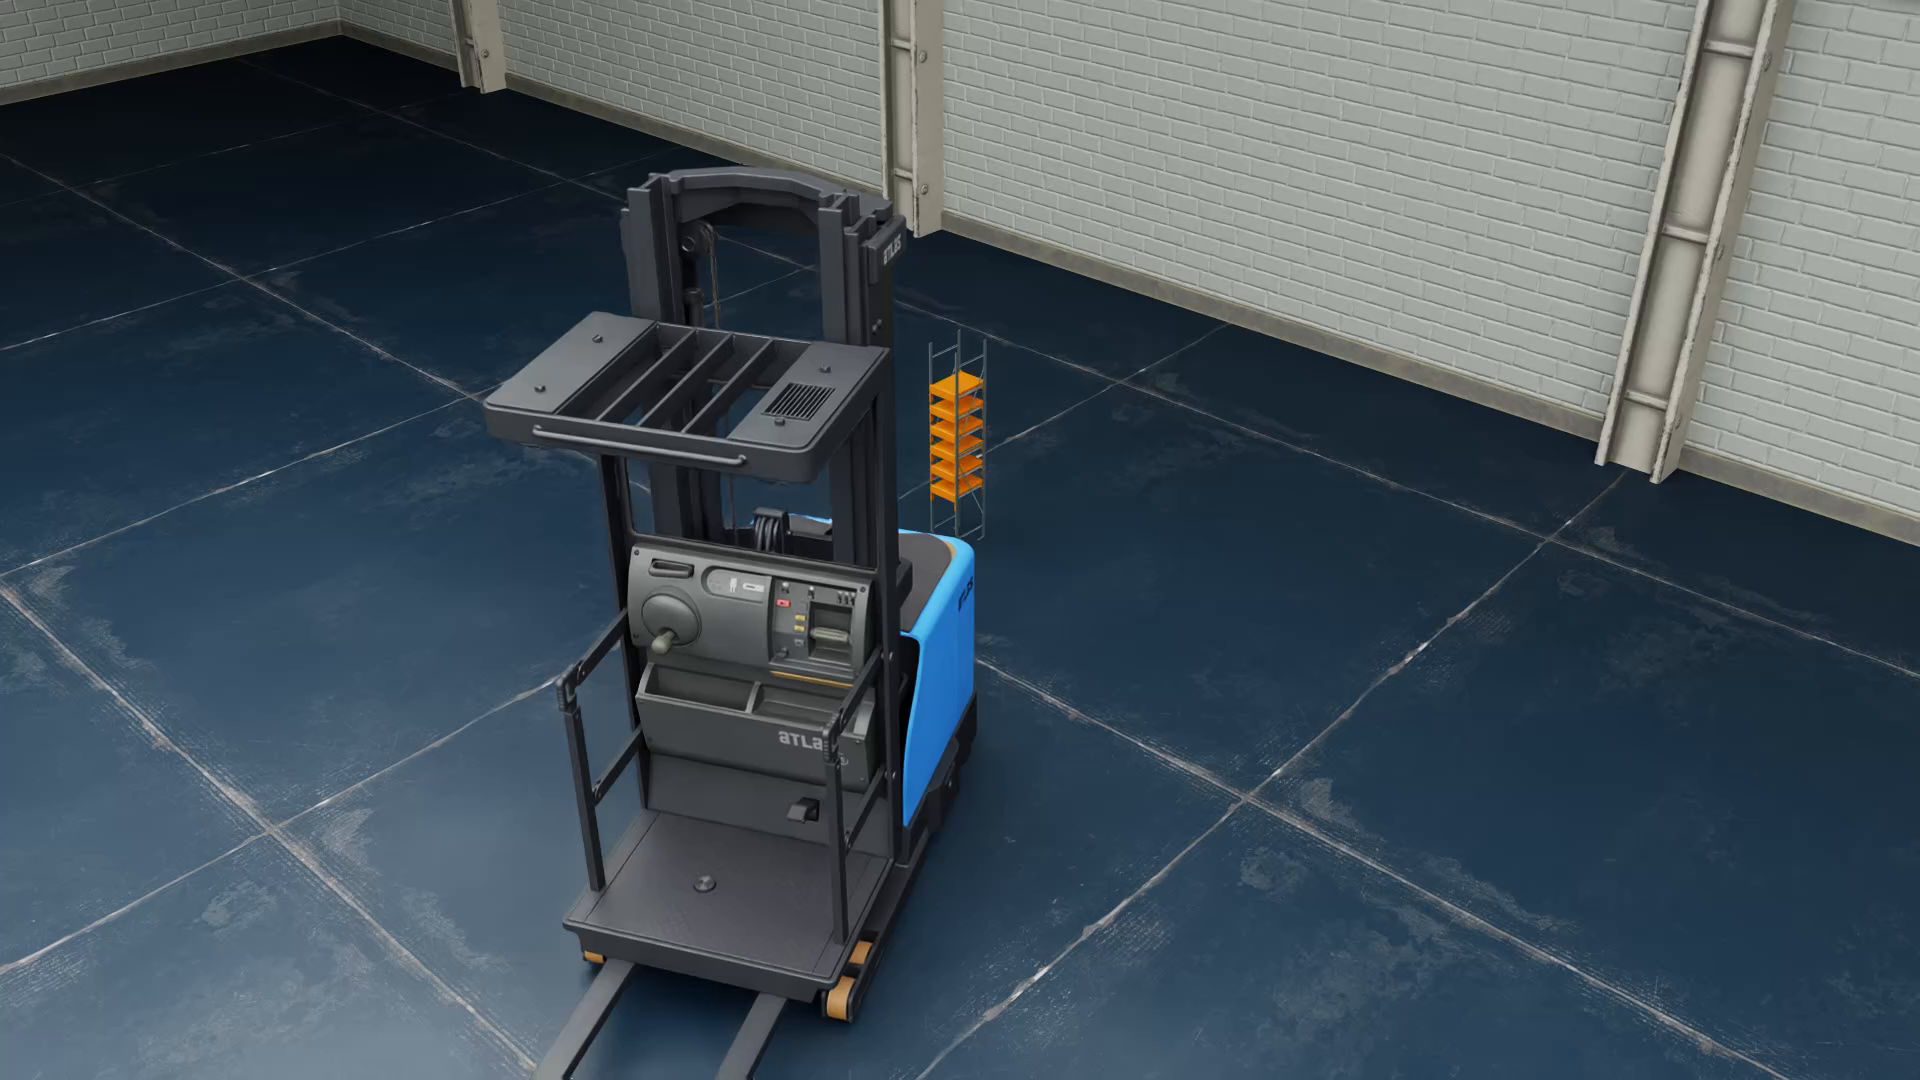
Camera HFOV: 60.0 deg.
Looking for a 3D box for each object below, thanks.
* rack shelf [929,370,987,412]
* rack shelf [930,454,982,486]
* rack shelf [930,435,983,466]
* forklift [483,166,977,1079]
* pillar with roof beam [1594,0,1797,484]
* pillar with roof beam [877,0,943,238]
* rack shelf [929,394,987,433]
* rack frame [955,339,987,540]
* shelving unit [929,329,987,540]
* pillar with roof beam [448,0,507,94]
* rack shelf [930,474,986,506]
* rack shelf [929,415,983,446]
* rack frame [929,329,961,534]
[{"bbox_3d":[-0.011,-0.789,8.786,0.180,0.103,0.258,25,39,35],"label":"rack shelf"},{"bbox_3d":[-0.011,-0.378,9.034,0.180,0.103,0.258,25,39,35],"label":"rack shelf"},{"bbox_3d":[-0.011,-0.481,8.972,0.180,0.103,0.258,25,39,35],"label":"rack shelf"},{"bbox_3d":[-0.834,0.318,5.879,1.130,2.935,3.031,9,32,14],"label":"forklift"},{"bbox_3d":[1.182,-2.664,4.951,0.400,9.000,9.100,25,39,35],"label":"pillar with roof beam"},{"bbox_3d":[-3.267,-4.741,8.400,0.400,9.000,9.100,25,39,35],"label":"pillar with roof beam"},{"bbox_3d":[-0.011,-0.687,8.848,0.180,0.103,0.258,25,39,35],"label":"rack shelf"},{"bbox_3d":[0.057,-0.487,8.896,0.006,1.200,0.240,25,39,35],"label":"rack frame"},{"bbox_3d":[-0.011,-0.519,8.949,0.189,1.200,0.258,25,39,35],"label":"shelving unit"},{"bbox_3d":[-7.716,-6.818,11.850,0.400,9.000,9.100,25,39,35],"label":"pillar with roof beam"},{"bbox_3d":[-0.011,-0.275,9.096,0.180,0.103,0.258,25,39,35],"label":"rack shelf"},{"bbox_3d":[-0.011,-0.584,8.910,0.180,0.103,0.258,25,39,35],"label":"rack shelf"},{"bbox_3d":[-0.079,-0.551,9.001,0.006,1.200,0.240,25,39,35],"label":"rack frame"}]
